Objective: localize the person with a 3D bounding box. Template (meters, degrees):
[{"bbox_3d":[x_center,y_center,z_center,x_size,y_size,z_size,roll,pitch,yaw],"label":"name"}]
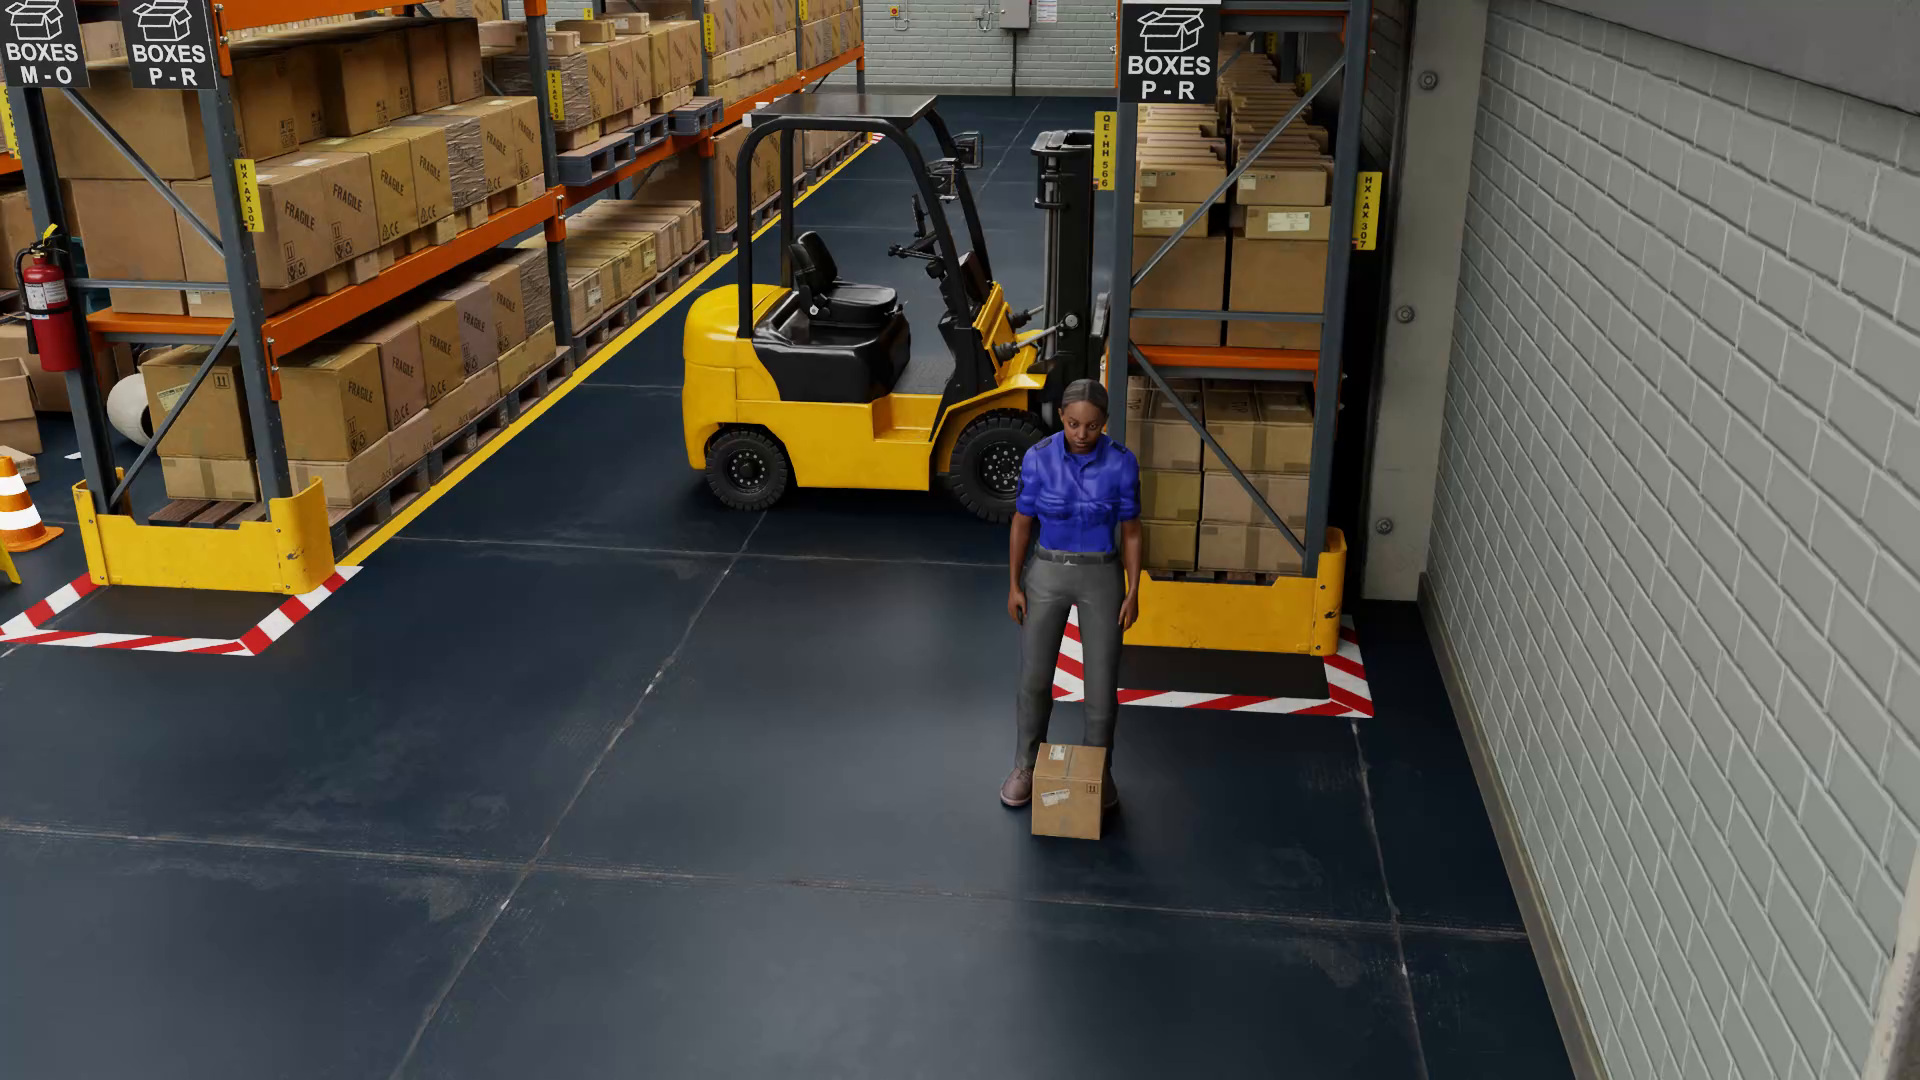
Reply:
[{"bbox_3d":[0.415,0.188,6.111,0.503,1.654,0.349,2,21,6],"label":"person"}]
